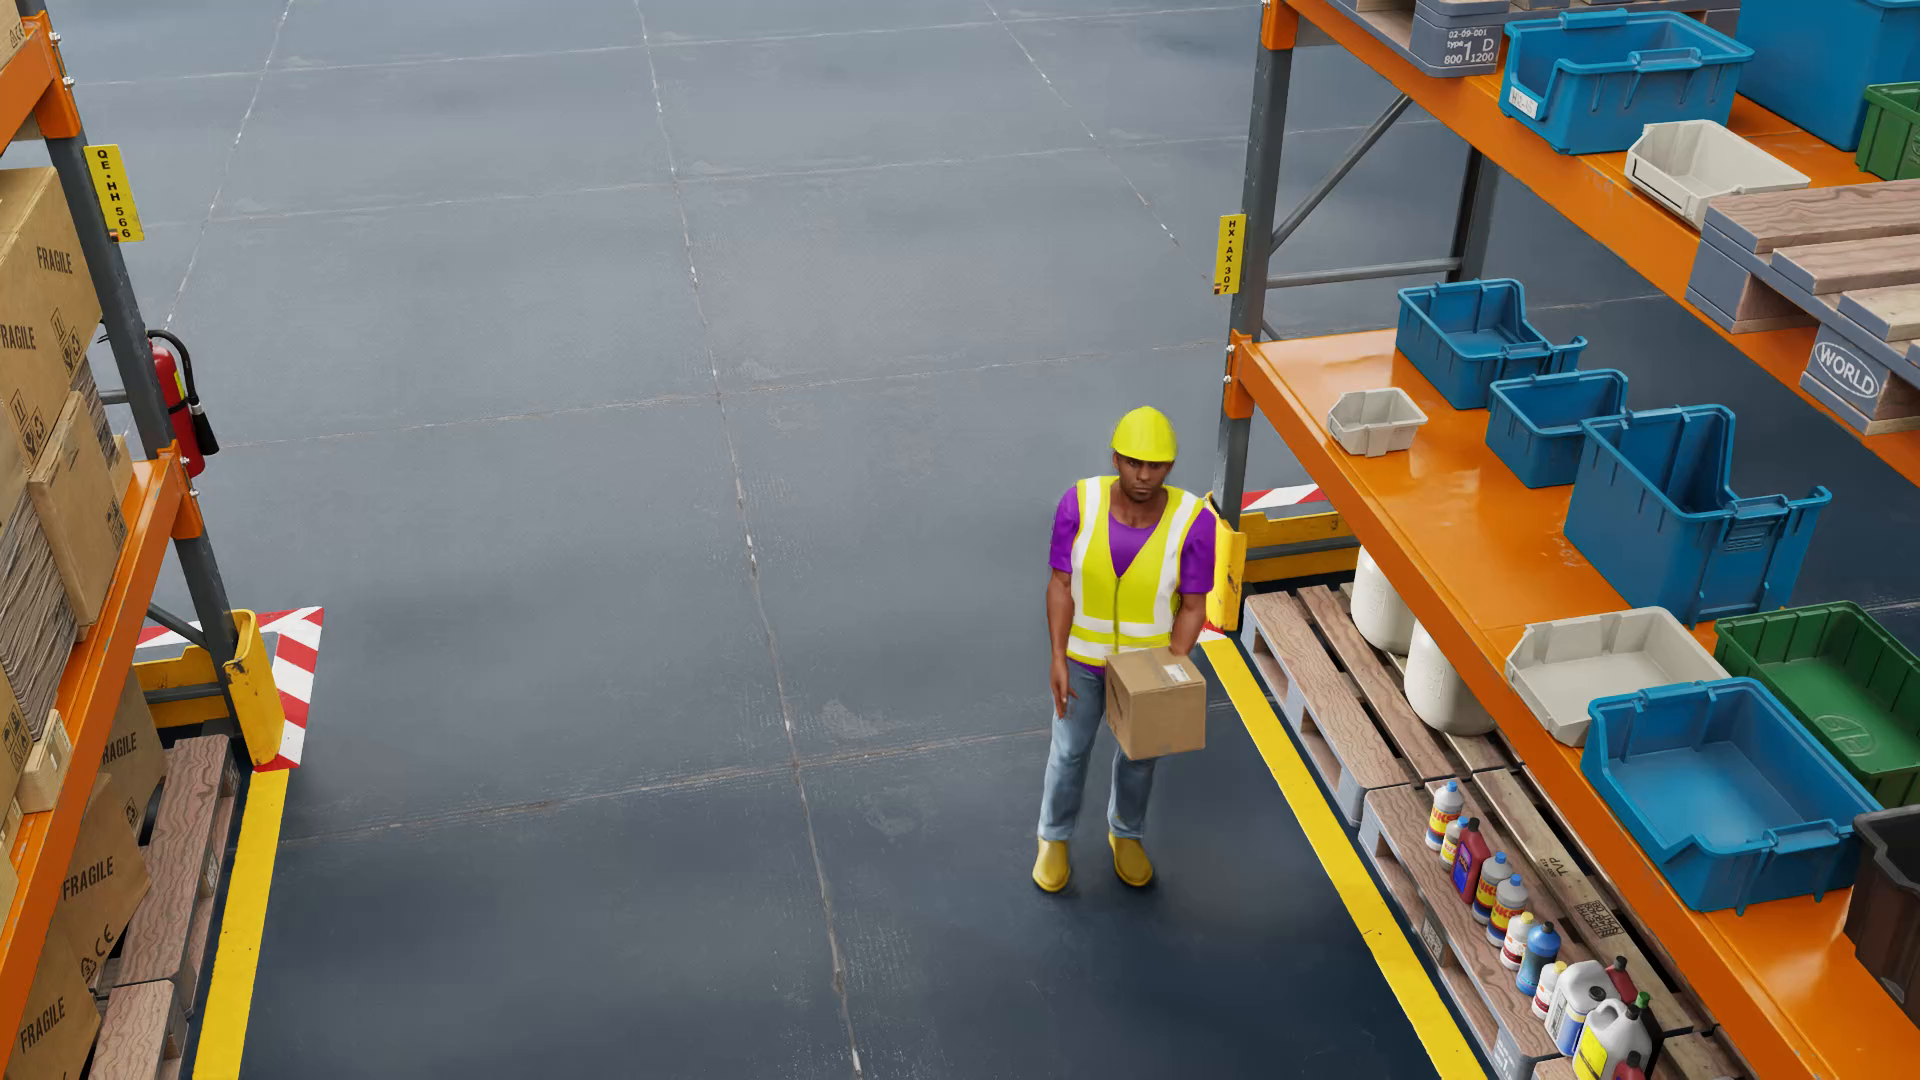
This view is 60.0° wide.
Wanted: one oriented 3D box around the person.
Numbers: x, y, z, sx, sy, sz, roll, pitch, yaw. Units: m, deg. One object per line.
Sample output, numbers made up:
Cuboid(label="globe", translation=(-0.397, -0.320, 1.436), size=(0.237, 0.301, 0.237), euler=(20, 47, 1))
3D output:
Cuboid(label="person", translation=(0.538, 0.413, 5.511), size=(0.537, 1.767, 0.538), euler=(8, 35, 11))
